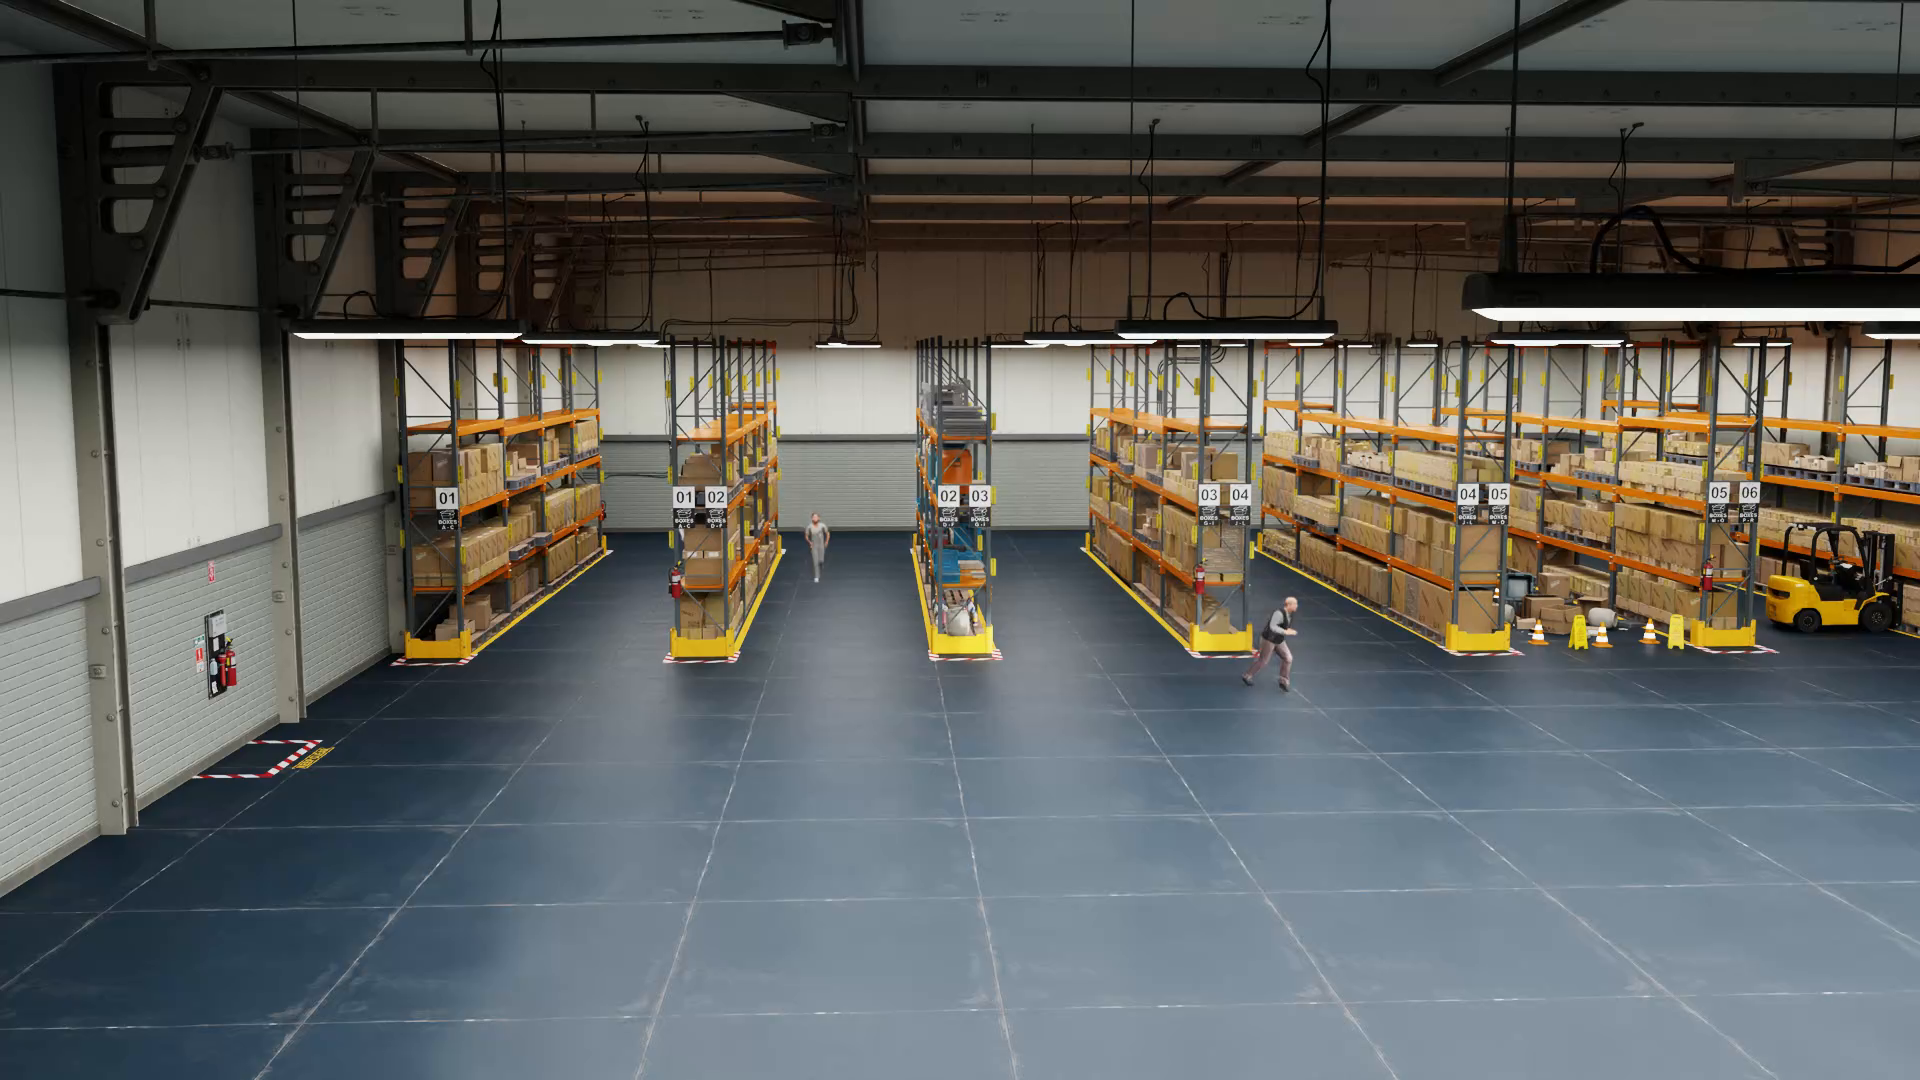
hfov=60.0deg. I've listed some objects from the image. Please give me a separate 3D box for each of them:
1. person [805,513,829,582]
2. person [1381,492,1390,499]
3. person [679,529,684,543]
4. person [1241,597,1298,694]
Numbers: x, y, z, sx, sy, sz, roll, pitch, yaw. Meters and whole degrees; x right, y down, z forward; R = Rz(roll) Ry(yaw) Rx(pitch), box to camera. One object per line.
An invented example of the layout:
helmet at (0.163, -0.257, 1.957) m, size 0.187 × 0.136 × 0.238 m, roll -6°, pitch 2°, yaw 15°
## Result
person at (-3.372, 0.169, 39.261) m, size 0.578 × 1.644 × 0.640 m, roll -1°, pitch 7°, yaw -5°
person at (12.817, -0.904, 50.568) m, size 0.692 × 1.776 × 0.659 m, roll -3°, pitch 7°, yaw -26°
person at (-6.954, 0.014, 43.050) m, size 0.616 × 1.708 × 0.715 m, roll 0°, pitch 6°, yaw -3°
person at (5.230, 1.762, 28.038) m, size 0.988 × 1.680 × 0.700 m, roll 4°, pitch 8°, yaw 34°
